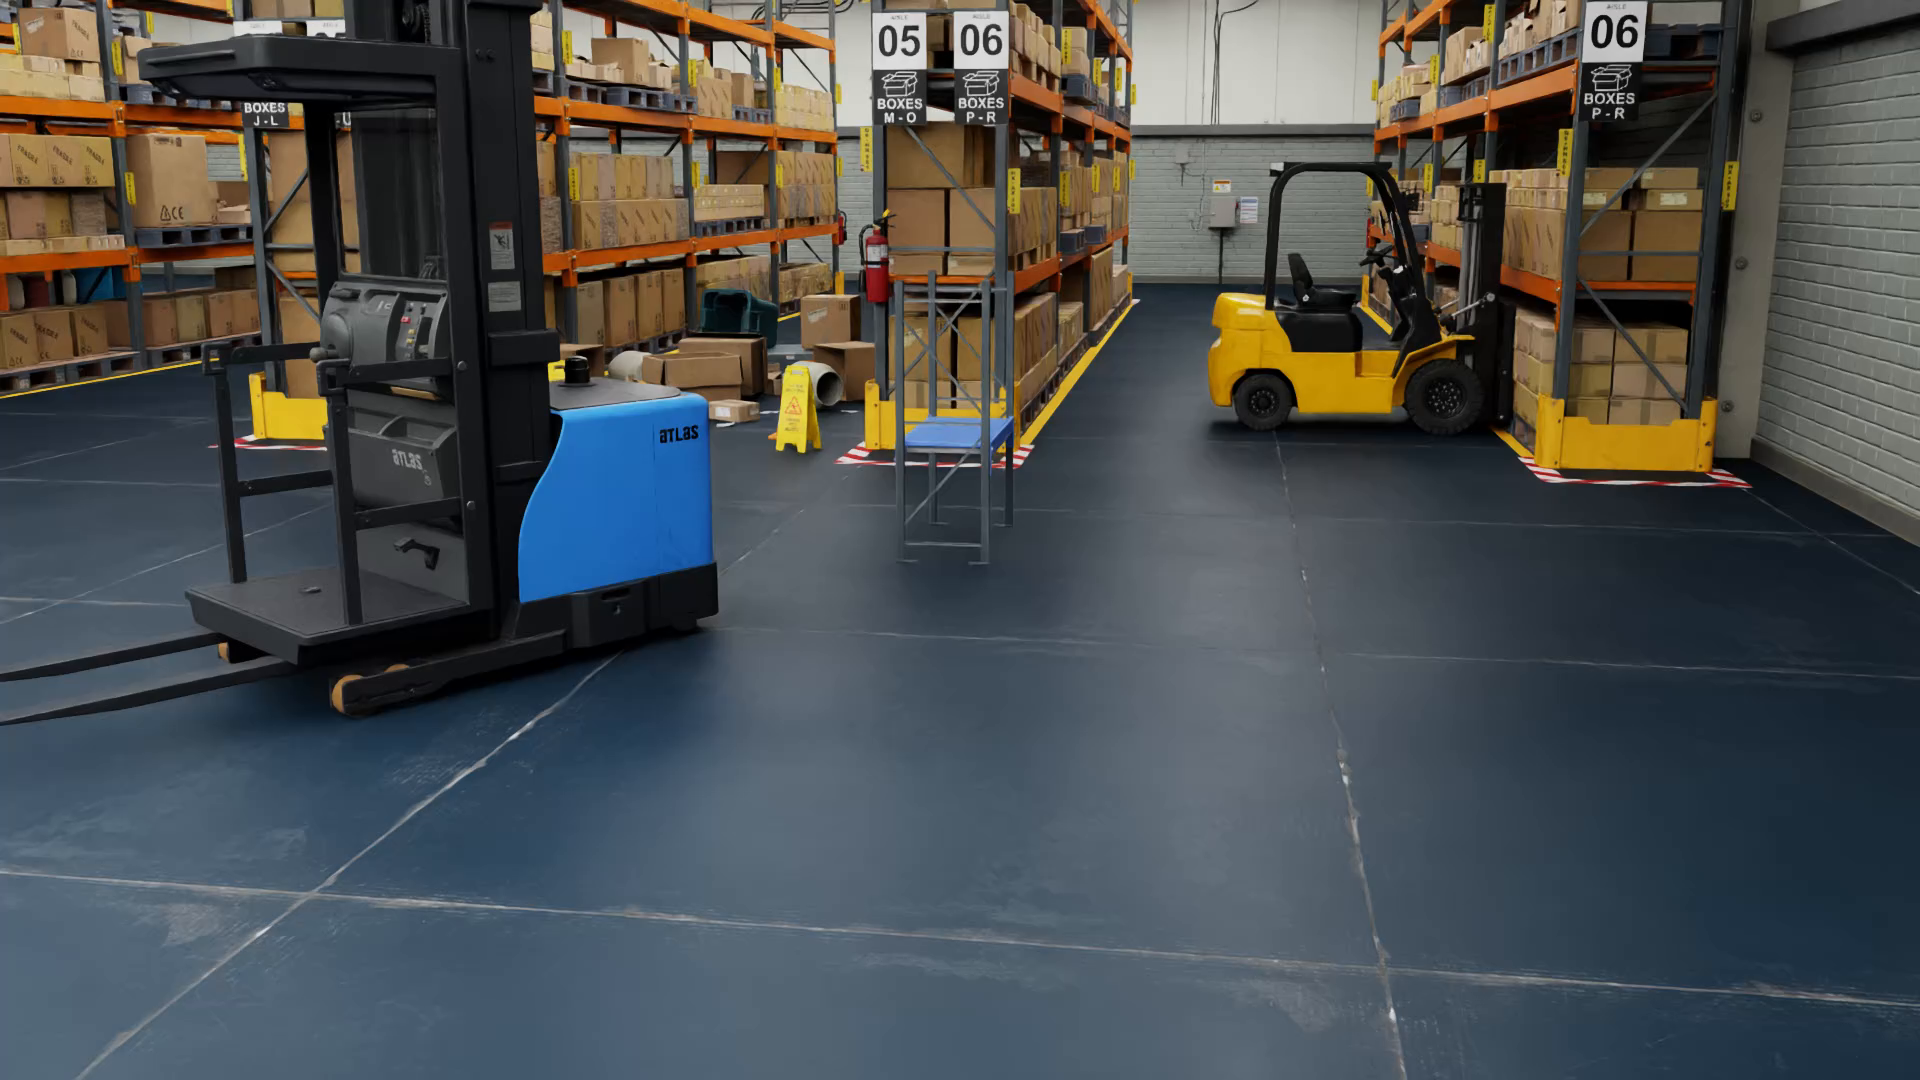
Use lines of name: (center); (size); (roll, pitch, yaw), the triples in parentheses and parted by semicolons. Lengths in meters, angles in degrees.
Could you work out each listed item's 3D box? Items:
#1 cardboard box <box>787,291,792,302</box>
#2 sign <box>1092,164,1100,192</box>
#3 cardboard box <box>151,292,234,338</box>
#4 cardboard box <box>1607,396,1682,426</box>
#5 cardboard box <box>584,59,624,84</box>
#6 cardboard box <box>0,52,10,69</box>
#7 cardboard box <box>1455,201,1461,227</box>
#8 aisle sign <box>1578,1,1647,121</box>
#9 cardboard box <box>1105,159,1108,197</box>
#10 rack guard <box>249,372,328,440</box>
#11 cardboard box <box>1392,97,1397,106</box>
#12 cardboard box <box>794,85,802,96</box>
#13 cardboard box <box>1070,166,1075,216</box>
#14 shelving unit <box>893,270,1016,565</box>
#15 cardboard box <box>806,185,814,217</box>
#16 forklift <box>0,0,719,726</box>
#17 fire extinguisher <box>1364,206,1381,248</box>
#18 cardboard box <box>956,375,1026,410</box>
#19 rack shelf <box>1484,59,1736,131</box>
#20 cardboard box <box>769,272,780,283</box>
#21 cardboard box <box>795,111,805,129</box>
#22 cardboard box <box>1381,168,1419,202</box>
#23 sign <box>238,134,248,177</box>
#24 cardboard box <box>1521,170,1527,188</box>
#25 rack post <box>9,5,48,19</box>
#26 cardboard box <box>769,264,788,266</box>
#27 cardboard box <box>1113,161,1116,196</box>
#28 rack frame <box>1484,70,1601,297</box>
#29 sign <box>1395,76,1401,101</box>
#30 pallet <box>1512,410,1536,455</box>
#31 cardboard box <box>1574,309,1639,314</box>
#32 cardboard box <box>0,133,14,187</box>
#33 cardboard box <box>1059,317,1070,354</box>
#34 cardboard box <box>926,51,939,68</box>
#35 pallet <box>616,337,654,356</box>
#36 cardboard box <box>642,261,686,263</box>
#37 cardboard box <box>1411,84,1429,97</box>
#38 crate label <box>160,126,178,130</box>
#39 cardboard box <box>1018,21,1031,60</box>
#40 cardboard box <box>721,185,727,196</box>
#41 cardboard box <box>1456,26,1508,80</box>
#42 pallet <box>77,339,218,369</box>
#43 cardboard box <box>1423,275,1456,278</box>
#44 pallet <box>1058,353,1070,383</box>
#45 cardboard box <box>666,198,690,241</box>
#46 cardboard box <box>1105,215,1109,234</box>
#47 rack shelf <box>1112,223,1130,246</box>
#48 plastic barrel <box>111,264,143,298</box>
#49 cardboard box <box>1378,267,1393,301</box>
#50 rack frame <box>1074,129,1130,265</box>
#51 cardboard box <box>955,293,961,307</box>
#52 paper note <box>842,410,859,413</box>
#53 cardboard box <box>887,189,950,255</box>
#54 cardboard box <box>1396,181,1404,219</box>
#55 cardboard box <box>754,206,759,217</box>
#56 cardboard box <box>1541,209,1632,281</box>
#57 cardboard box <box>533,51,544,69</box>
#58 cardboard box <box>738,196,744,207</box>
cardboard box: (-2.790, -3.733, 25.464); (0.380, 0.149, 0.250); (2, 12, 10)
sign: (1.624, -4.340, 19.951); (0.100, 0.325, 0.005); (2, 12, 9)
cardboard box: (-9.027, -2.652, 19.569); (0.700, 0.500, 0.500); (1, 12, 4)
cardboard box: (5.030, -0.960, 12.358); (0.500, 0.250, 0.500); (2, 12, 9)
cardboard box: (-3.938, -5.172, 18.339); (0.396, 0.266, 0.258); (2, 12, 9)
cardboard box: (-9.283, -4.553, 15.790); (0.380, 0.149, 0.250); (2, 12, 11)
cardboard box: (5.356, -3.331, 16.998); (0.500, 0.250, 0.500); (2, 12, 10)
aisle sign: (4.461, -3.270, 11.374); (0.394, 0.787, 0.004); (2, 12, 9)
cardboard box: (1.712, -4.885, 22.428); (0.500, 0.500, 0.500); (2, 12, 10)
rack guard: (-5.054, -1.075, 13.297); (1.175, 0.500, 0.348); (2, 12, 9)
cardboard box: (6.503, -6.256, 23.934); (0.500, 0.250, 0.500); (1, 12, 7)
cardboard box: (-2.671, -6.957, 25.760); (0.380, 0.149, 0.250); (3, 12, 11)
cardboard box: (0.903, -3.588, 17.081); (0.500, 0.500, 0.500); (2, 12, 9)
shelving unit: (-0.013, -0.715, 9.253); (0.538, 1.500, 1.048); (2, 12, 9)
cardboard box: (-2.644, -5.409, 26.529); (0.500, 0.500, 0.500); (3, 12, 11)
forklift: (-2.480, -0.874, 6.592); (1.130, 2.935, 3.031); (11, 16, 42)
fire extinguisher: (6.788, -5.159, 27.381); (0.296, 0.674, 0.183); (2, 12, 9)
cardboard box: (0.254, -1.183, 13.393); (0.500, 0.250, 0.500); (2, 12, 8)
rack shelf: (5.069, -3.534, 13.359); (1.077, 0.370, 4.000); (2, 12, 9)
cardboard box: (-2.947, -3.968, 25.143); (0.380, 0.149, 0.250); (2, 12, 11)
cardboard box: (-2.705, -6.493, 25.740); (0.500, 0.250, 0.500); (2, 12, 11)
cardboard box: (6.656, -5.374, 25.181); (0.500, 0.500, 0.500); (2, 12, 10)
sign: (-5.584, -3.005, 13.004); (0.100, 0.325, 0.005); (2, 12, 9)
cardboard box: (4.915, -3.019, 13.901); (0.380, 0.149, 0.250); (2, 12, 8)
rack post: (-13.170, -7.405, 23.682); (0.937, 0.300, 0.954); (3, 13, 15)
cardboard box: (-3.051, -4.473, 27.489); (0.380, 0.149, 0.250); (1, 12, 6)
cardboard box: (2.014, -5.290, 24.309); (0.500, 0.500, 0.500); (2, 12, 9)
rack frame: (5.377, -2.836, 15.531); (1.000, 3.000, 0.127); (2, 12, 9)
sign: (6.070, -6.236, 22.962); (0.100, 0.325, 0.005); (2, 12, 9)
pallet: (4.838, -0.800, 12.706); (1.003, 0.211, 1.213); (2, 12, 9)
cardboard box: (5.269, -1.761, 13.702); (0.500, 0.250, 0.500); (2, 12, 8)
cardboard box: (-9.352, -3.585, 15.692); (0.500, 0.500, 0.500); (2, 12, 9)
cardboard box: (0.657, -2.175, 17.708); (0.950, 0.372, 0.625); (3, 12, 12)
cardboard box: (-0.365, -3.590, 12.507); (0.380, 0.149, 0.250); (2, 12, 9)
pallet: (-4.206, -2.190, 19.152); (1.003, 0.211, 1.213); (2, 12, 9)
cardboard box: (-3.907, -3.574, 22.113); (0.500, 0.250, 0.500); (2, 12, 9)
cardboard box: (5.957, -5.728, 21.197); (0.380, 0.149, 0.250); (2, 12, 10)
crate label: (-12.623, -6.572, 26.377); (0.293, 0.136, 0.466); (2, 12, 9)
cardboard box: (0.284, -3.902, 13.009); (0.500, 0.250, 0.500); (2, 12, 8)
cardboard box: (-3.357, -4.705, 22.390); (0.380, 0.149, 0.250); (2, 12, 10)
cardboard box: (5.483, -5.083, 17.367); (0.500, 0.500, 0.500); (2, 12, 10)
pallet: (-9.202, -2.116, 18.809); (1.003, 0.211, 1.213); (2, 12, 9)
cardboard box: (5.913, -3.191, 20.577); (0.380, 0.149, 0.250); (1, 12, 7)
pallet: (0.590, -1.795, 17.320); (1.003, 0.211, 1.213); (2, 12, 9)
cardboard box: (-3.624, -3.914, 20.298); (0.500, 0.500, 0.500); (2, 12, 9)
cardboard box: (1.803, -4.380, 23.054); (0.500, 0.250, 0.500); (2, 12, 8)
rack shelf: (2.010, -4.726, 26.009); (1.077, 0.370, 4.000); (2, 12, 9)
plastic barrel: (-13.085, -4.209, 25.889); (0.600, 0.901, 0.708); (2, 12, 9)
cardboard box: (6.685, -3.909, 25.449); (0.500, 0.500, 0.500); (2, 12, 10)
rack frame: (2.317, -5.494, 27.865); (1.000, 3.000, 0.127); (2, 12, 9)
cardboard box: (-0.204, -2.069, 14.182); (0.380, 0.149, 0.250); (2, 12, 11)
paper note: (-0.971, -1.146, 14.739); (0.142, 0.019, 0.148); (-2, 12, -11)
cardboard box: (-0.332, -2.479, 12.934); (0.500, 0.500, 0.500); (2, 12, 8)
cardboard box: (6.232, -4.554, 22.270); (0.700, 0.500, 0.500); (2, 12, 9)
cardboard box: (-3.109, -4.740, 23.965); (0.380, 0.149, 0.250); (2, 12, 9)
cardboard box: (4.578, -2.163, 12.171); (0.500, 0.500, 0.500); (2, 12, 7)
cardboard box: (-4.214, -4.594, 15.933); (0.380, 0.149, 0.250); (2, 12, 10)
cardboard box: (-3.230, -4.721, 23.175); (0.380, 0.149, 0.250); (1, 12, 6)
